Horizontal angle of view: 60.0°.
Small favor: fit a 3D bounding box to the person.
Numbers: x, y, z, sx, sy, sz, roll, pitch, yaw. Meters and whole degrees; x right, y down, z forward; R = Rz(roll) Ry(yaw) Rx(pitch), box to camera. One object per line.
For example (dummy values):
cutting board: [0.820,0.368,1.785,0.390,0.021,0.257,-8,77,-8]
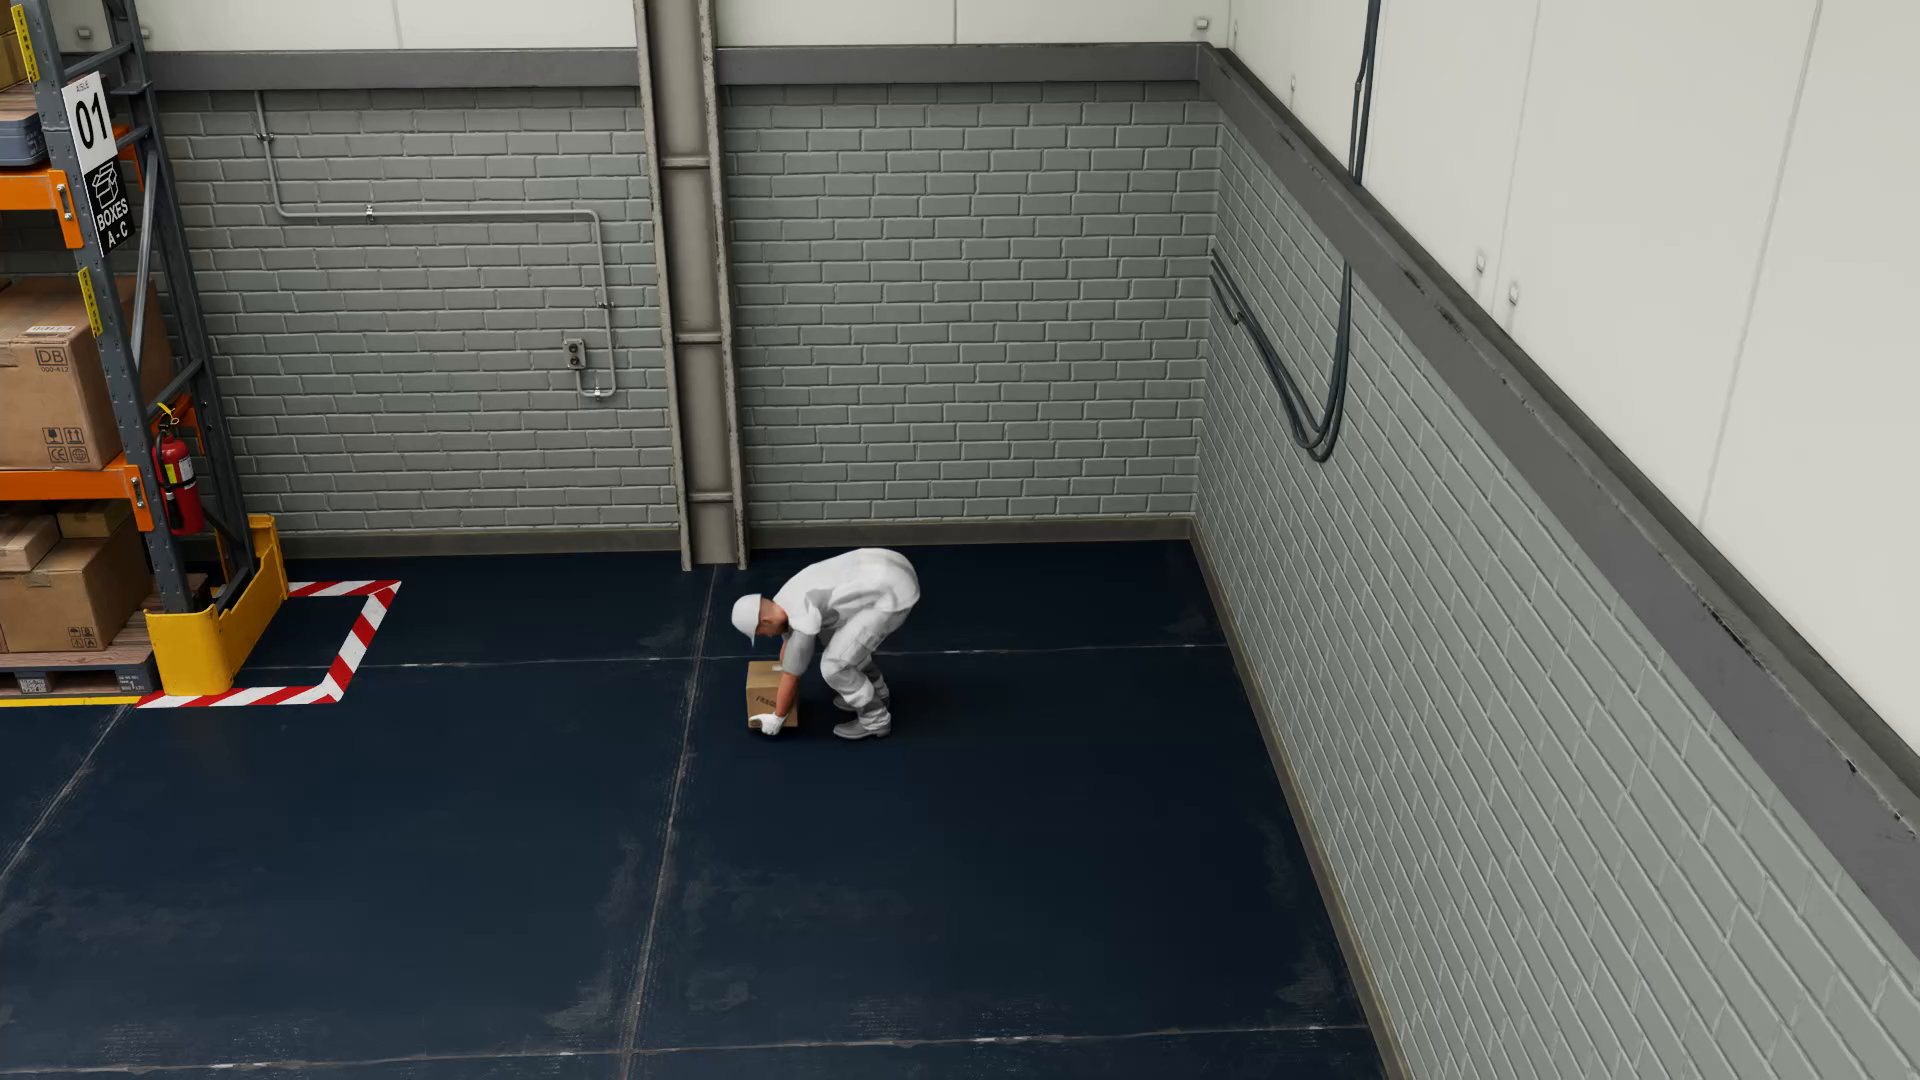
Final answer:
person: [-0.674,0.520,8.473,0.948,0.970,0.533,-3,27,-5]
